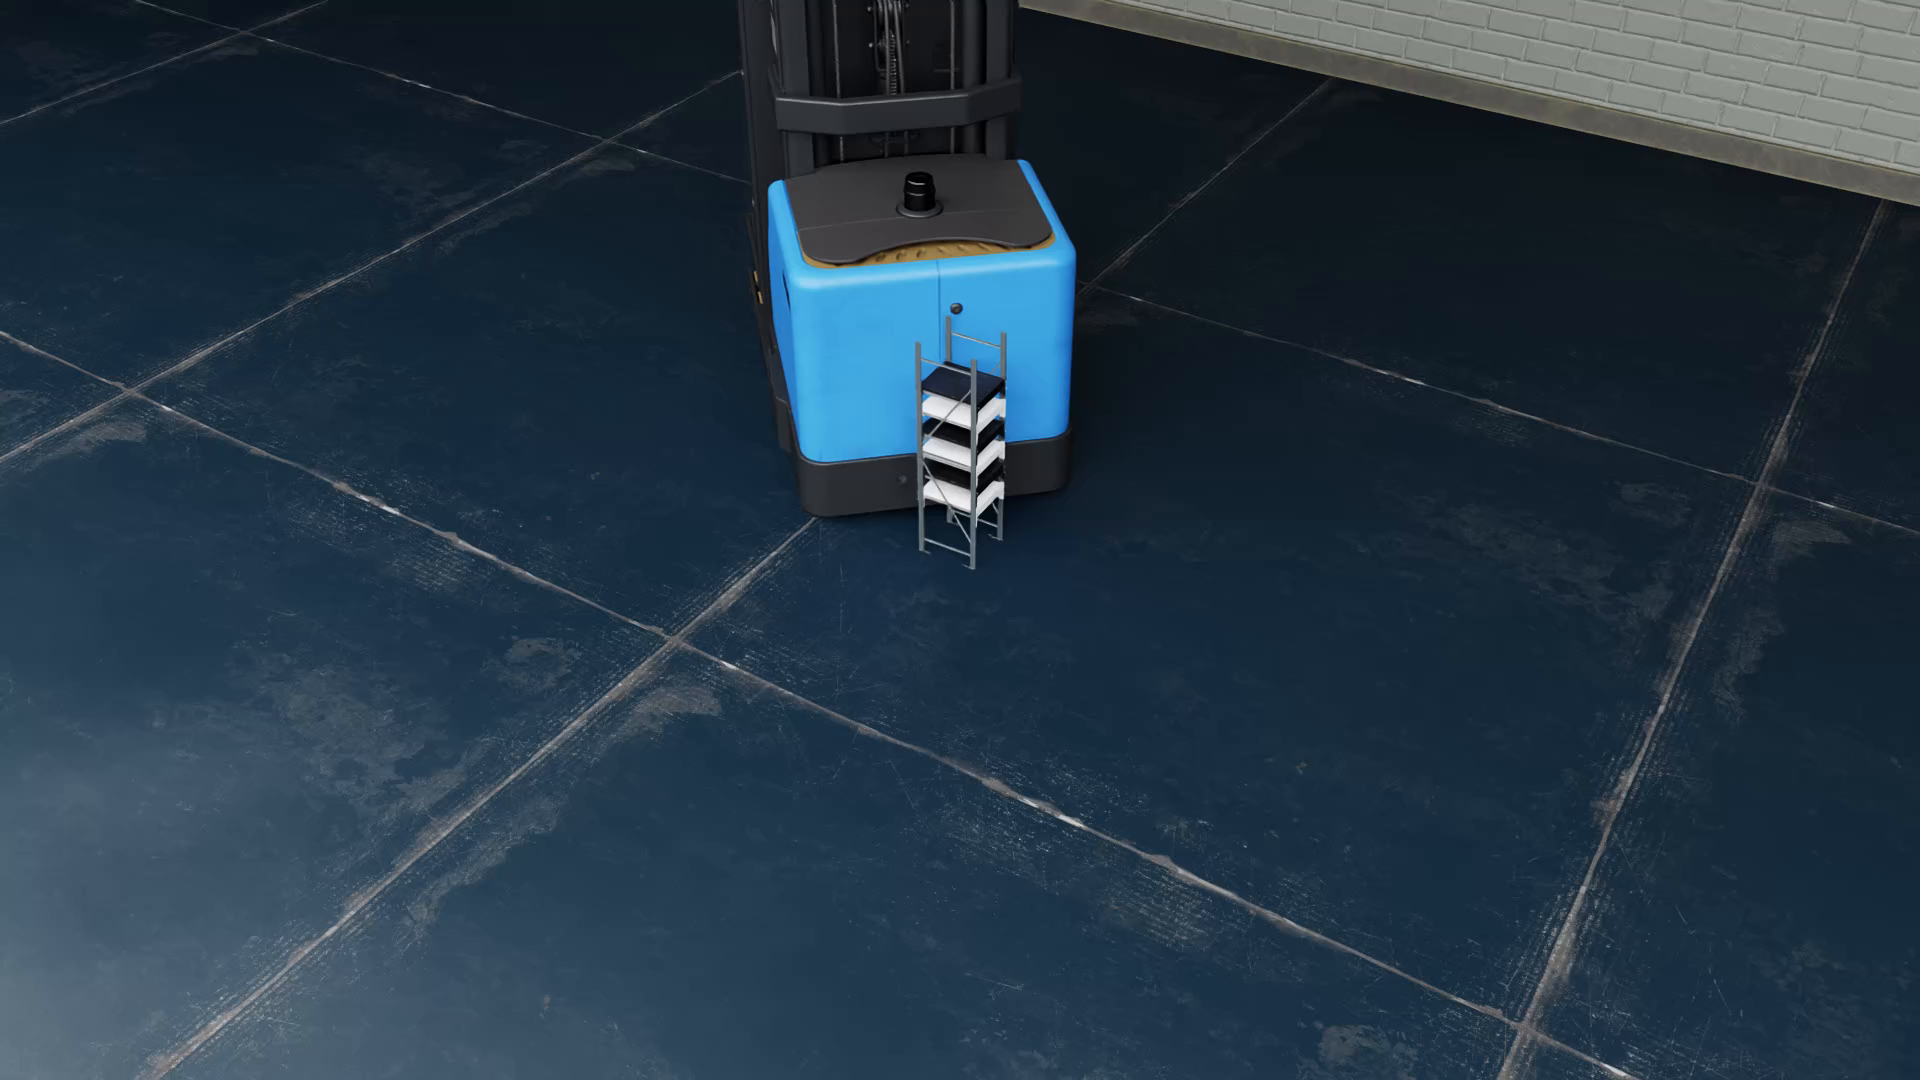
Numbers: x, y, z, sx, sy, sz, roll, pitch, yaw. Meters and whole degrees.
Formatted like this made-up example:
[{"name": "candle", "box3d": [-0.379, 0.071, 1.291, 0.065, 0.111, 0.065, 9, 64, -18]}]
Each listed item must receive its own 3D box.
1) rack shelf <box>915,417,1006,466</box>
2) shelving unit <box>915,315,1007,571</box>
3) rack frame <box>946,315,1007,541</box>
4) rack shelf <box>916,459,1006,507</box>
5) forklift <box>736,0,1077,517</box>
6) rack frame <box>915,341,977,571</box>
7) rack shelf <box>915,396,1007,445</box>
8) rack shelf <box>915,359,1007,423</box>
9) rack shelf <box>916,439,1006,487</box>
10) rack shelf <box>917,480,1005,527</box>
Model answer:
[{"name": "rack shelf", "box3d": [0.004, -0.380, 5.913, 0.258, 0.077, 0.200, 20, 42, 24]}, {"name": "shelving unit", "box3d": [0.004, -0.335, 5.947, 0.258, 0.900, 0.210, 20, 42, 24]}, {"name": "rack frame", "box3d": [0.055, -0.389, 6.017, 0.240, 0.900, 0.006, 20, 42, 24]}, {"name": "rack shelf", "box3d": [0.004, -0.237, 6.023, 0.258, 0.077, 0.200, 20, 42, 24]}, {"name": "forklift", "box3d": [-0.360, -2.148, 6.635, 1.130, 2.935, 3.031, -7, 38, -9]}, {"name": "rack frame", "box3d": [-0.047, -0.281, 5.878, 0.240, 0.900, 0.006, 20, 42, 24]}, {"name": "rack shelf", "box3d": [0.004, -0.451, 5.858, 0.258, 0.077, 0.200, 20, 42, 24]}, {"name": "rack shelf", "box3d": [0.004, -0.522, 5.803, 0.258, 0.077, 0.200, 20, 42, 24]}, {"name": "rack shelf", "box3d": [0.004, -0.309, 5.968, 0.258, 0.077, 0.200, 20, 42, 24]}, {"name": "rack shelf", "box3d": [0.004, -0.166, 6.078, 0.258, 0.077, 0.200, 20, 42, 24]}]
